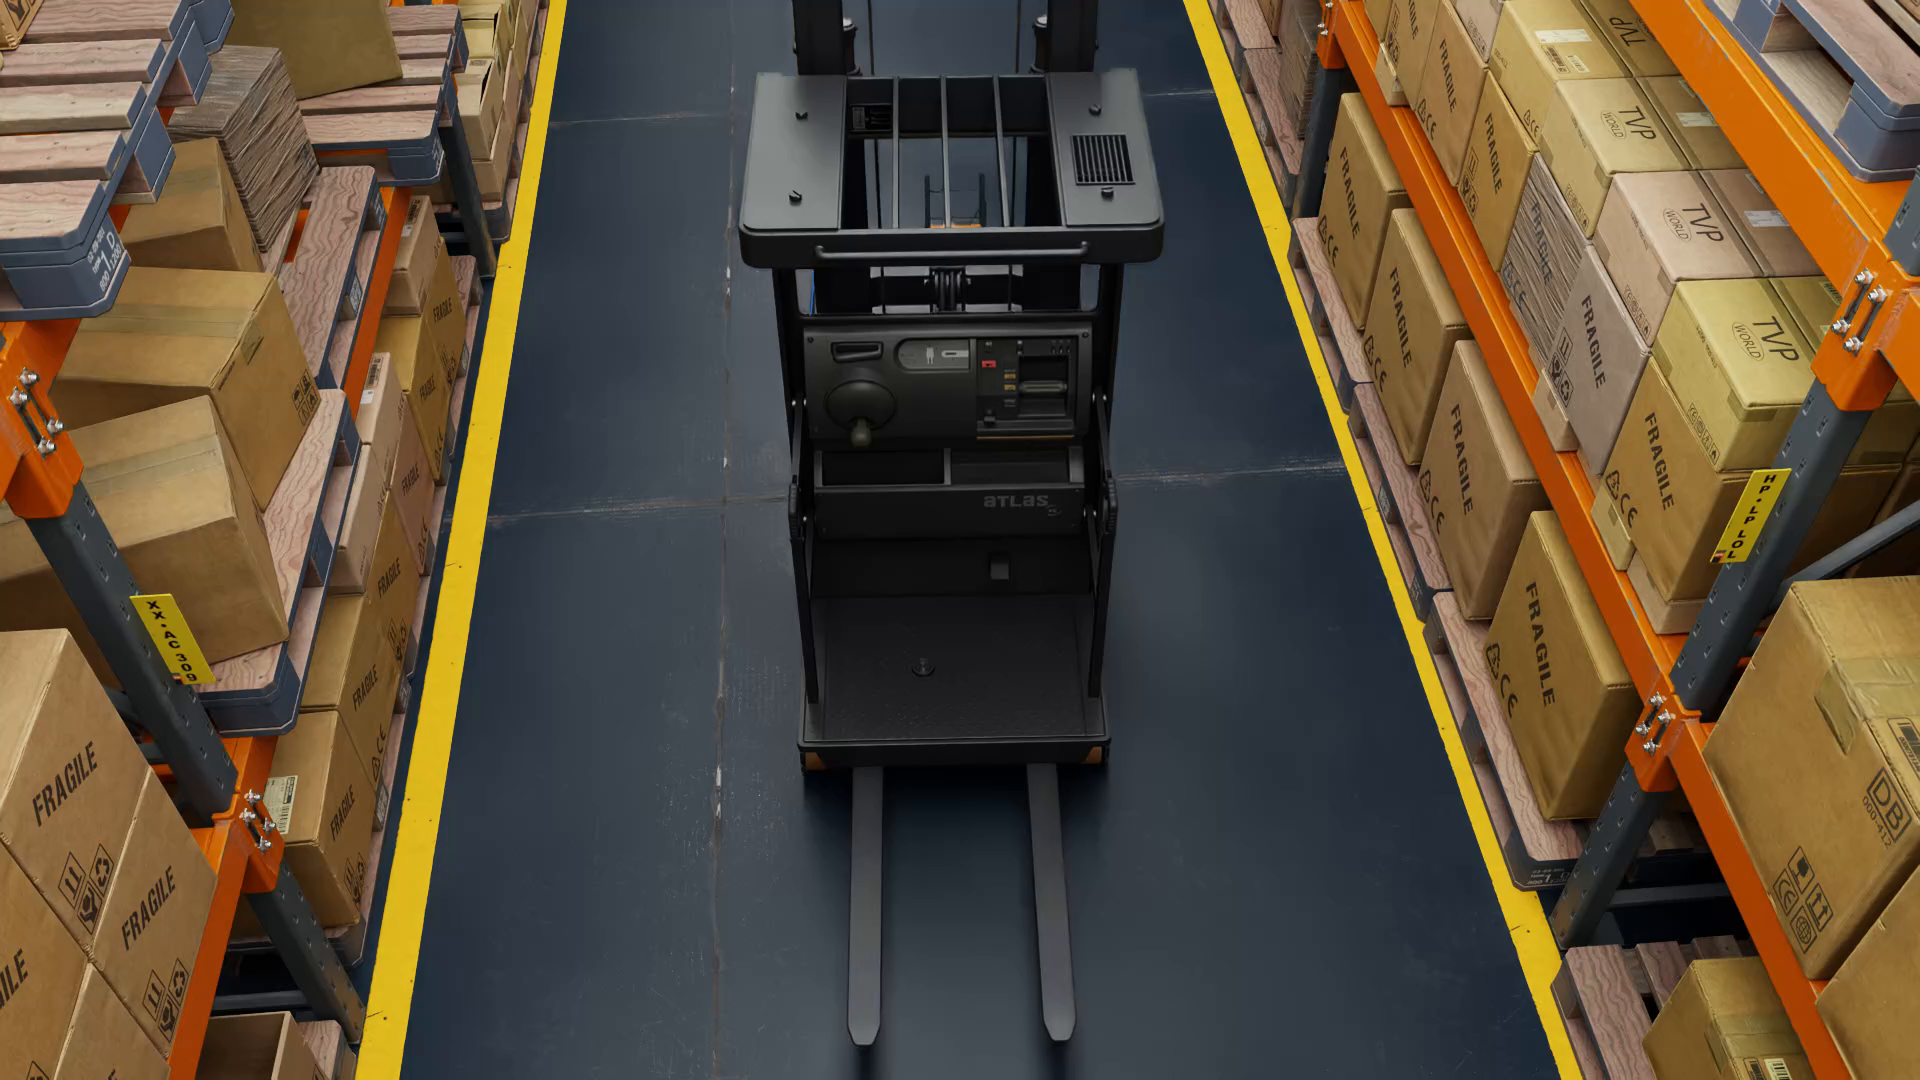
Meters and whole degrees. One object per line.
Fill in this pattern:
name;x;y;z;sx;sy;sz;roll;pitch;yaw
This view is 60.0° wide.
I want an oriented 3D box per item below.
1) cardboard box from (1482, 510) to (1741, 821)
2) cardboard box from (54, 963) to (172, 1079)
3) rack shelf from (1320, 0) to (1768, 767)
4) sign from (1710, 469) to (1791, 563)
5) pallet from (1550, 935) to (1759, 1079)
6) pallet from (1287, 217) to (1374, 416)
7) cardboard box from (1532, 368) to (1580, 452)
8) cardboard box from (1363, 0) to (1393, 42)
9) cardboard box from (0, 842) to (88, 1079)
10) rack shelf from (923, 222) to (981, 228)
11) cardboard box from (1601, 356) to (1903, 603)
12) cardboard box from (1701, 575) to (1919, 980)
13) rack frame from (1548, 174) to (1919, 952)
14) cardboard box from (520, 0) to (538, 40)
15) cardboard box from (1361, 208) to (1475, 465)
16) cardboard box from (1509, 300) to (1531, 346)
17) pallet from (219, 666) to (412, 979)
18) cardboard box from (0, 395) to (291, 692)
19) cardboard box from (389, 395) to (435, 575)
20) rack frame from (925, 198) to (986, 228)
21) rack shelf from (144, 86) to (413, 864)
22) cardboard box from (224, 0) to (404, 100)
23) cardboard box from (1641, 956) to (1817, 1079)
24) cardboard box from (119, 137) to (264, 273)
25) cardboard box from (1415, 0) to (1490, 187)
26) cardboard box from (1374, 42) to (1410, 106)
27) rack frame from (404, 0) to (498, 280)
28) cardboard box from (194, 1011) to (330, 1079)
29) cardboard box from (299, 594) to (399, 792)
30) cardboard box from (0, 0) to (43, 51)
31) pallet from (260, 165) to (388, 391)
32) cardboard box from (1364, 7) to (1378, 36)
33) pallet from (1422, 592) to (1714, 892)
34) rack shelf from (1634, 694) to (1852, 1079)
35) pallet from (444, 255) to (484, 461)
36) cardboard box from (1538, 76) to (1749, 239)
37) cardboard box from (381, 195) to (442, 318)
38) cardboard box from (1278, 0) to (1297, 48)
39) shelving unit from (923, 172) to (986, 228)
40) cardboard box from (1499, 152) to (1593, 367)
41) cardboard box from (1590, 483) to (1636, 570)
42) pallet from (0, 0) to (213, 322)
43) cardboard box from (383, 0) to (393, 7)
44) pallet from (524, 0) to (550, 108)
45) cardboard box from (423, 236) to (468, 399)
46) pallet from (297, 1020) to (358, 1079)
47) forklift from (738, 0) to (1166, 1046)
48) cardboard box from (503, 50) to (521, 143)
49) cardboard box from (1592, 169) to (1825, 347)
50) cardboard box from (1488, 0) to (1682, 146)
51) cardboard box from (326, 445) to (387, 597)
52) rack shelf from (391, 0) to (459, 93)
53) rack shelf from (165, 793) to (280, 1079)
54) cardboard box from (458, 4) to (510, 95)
cardboard box;2.321;0.407;5.627;0.750;0.750;0.750;-3;47;-3
cardboard box;-2.089;1.263;3.556;0.500;0.500;0.500;-2;47;-2
rack shelf;2.337;-0.925;6.192;1.077;0.370;4.000;-3;47;-3
sign;1.965;-0.056;4.131;0.100;0.325;0.005;-3;47;-3
pallet;2.490;1.788;5.048;1.003;0.211;1.213;-3;47;-3
pallet;2.161;-1.086;7.769;1.003;0.211;1.213;-3;47;-3
cardboard box;2.092;-0.432;5.389;0.380;0.149;0.250;-3;47;-3
cardboard box;1.955;-2.396;6.802;0.500;0.500;0.500;-2;47;-2
cardboard box;-2.085;0.921;3.191;0.500;0.500;0.500;-4;47;-4
rack shelf;-0.020;-1.201;6.763;0.258;0.103;0.180;-1;47;-1
cardboard box;2.215;-0.188;4.711;0.500;0.500;0.500;-4;47;-4
cardboard box;2.534;0.565;4.079;0.980;0.700;0.700;-3;47;-3
rack frame;2.505;0.274;4.561;1.000;3.000;0.127;-3;47;-3
cardboard box;-2.652;-3.022;9.287;0.500;0.250;0.500;-3;47;-2
cardboard box;2.168;-0.851;6.817;0.750;0.750;0.750;-4;47;-3
cardboard box;2.132;-0.795;5.733;0.380;0.149;0.250;-5;47;-4
pallet;-2.537;0.951;5.841;1.003;0.211;1.213;-3;47;-3
cardboard box;-2.248;0.043;4.422;0.700;0.500;0.500;-18;49;-16
cardboard box;-2.361;-0.191;6.420;0.500;0.500;0.500;-5;47;-5
rack frame;-0.017;-0.918;6.929;0.240;1.200;0.006;-1;47;-1
rack shelf;-2.599;-0.621;5.905;1.077;0.370;4.000;-3;47;-3
cardboard box;-2.601;-2.046;6.400;0.700;0.500;0.500;-18;49;-16
cardboard box;2.465;1.537;4.797;0.700;0.500;0.500;-3;47;-3
cardboard box;-2.641;-0.875;5.291;0.700;0.500;0.500;-14;48;-13
cardboard box;2.030;-1.658;6.103;0.500;0.500;0.500;-4;47;-3
cardboard box;1.917;-1.908;6.786;0.380;0.149;0.250;-2;47;-2
rack frame;-2.766;-2.316;7.014;1.000;3.000;0.127;-3;47;-3
cardboard box;-2.101;1.681;4.647;0.500;0.500;0.500;-3;47;-3
cardboard box;-2.285;0.536;5.731;0.500;0.500;0.500;-3;47;-3
cardboard box;-2.479;-1.517;3.765;0.600;0.600;0.600;-4;47;-4
pallet;-2.599;-0.843;5.751;1.003;0.211;1.213;-3;47;-3
cardboard box;1.967;-2.288;7.147;0.380;0.149;0.250;-4;47;-4
pallet;2.365;0.680;6.097;1.003;0.211;1.213;-3;47;-3
rack shelf;2.672;1.969;3.451;1.077;0.370;4.000;-3;47;-3
pallet;-2.741;-0.814;7.512;1.003;0.211;1.213;-3;47;-3
cardboard box;2.135;-1.189;5.143;0.500;0.250;0.500;-3;47;-3
cardboard box;-2.445;-1.163;6.824;0.500;0.250;0.500;-2;47;-2
cardboard box;2.130;-2.809;8.899;0.700;0.500;0.500;-4;47;-3
shelving unit;-0.020;-0.984;6.992;0.258;1.200;0.189;-1;47;-1
cardboard box;2.129;-0.920;5.405;0.500;0.500;0.500;-3;47;-3
cardboard box;2.150;-0.055;5.031;0.380;0.149;0.250;-3;47;-3
pallet;-2.416;-0.865;3.703;1.213;0.211;1.003;-3;47;-3
cardboard box;-2.753;-2.551;7.298;0.500;0.311;0.500;-1;47;-1
pallet;-2.895;-2.836;9.427;1.003;0.211;1.213;-3;47;-3
cardboard box;-2.454;-0.945;7.134;0.500;0.500;0.500;-2;47;-2
pallet;-2.375;2.034;4.815;1.003;0.211;1.213;-3;47;-3
forklift;-0.030;-0.407;5.253;1.130;2.935;3.031;-1;47;-1
cardboard box;-2.560;-2.275;8.580;0.500;0.250;0.500;-5;47;-4
cardboard box;2.177;-0.820;4.793;0.500;0.250;0.500;-3;47;-2
cardboard box;2.091;-1.558;5.492;0.500;0.250;0.500;-4;47;-4
cardboard box;-2.313;-0.060;5.779;0.500;0.250;0.500;-3;47;-3
rack shelf;-2.934;-3.515;8.645;1.077;0.370;4.000;-3;47;-3
rack shelf;-2.264;2.273;3.164;1.077;0.370;4.000;-3;47;-3
cardboard box;-2.570;-2.484;8.391;0.500;0.311;0.500;-5;47;-4
